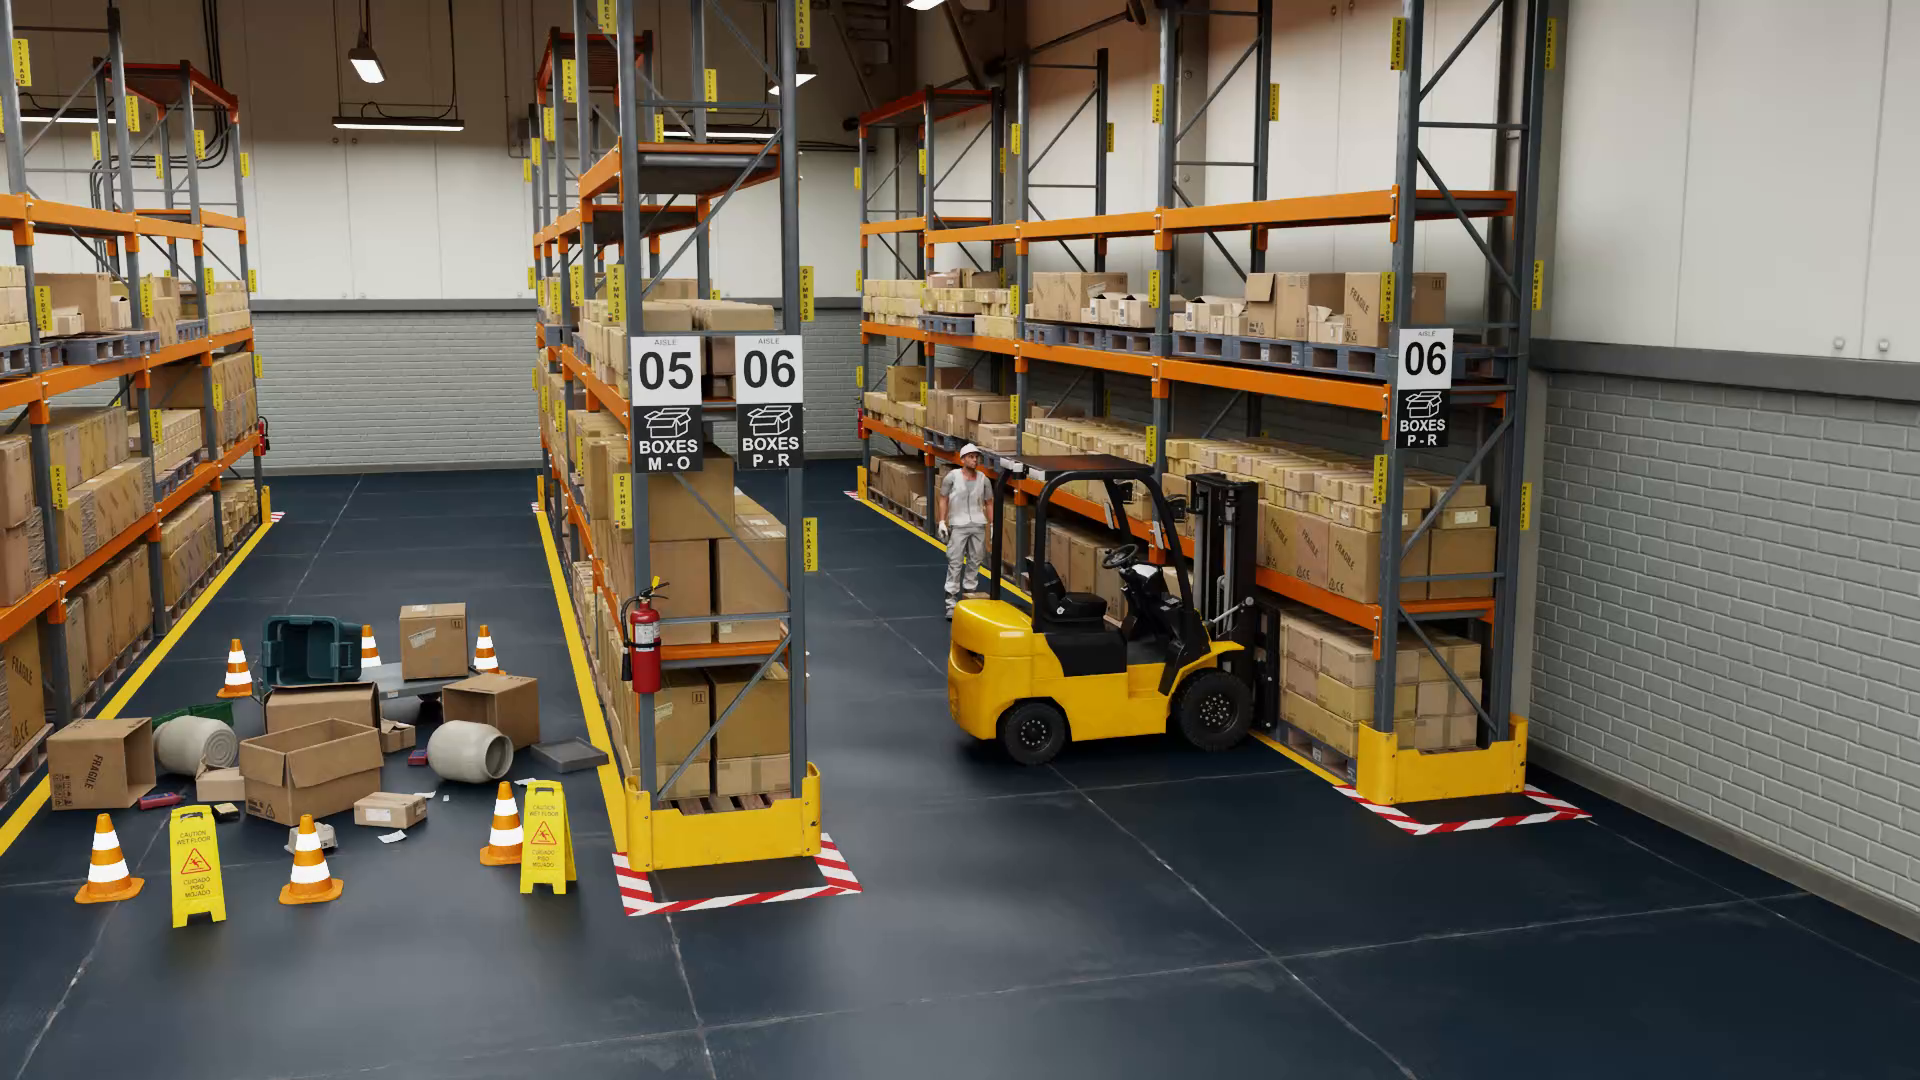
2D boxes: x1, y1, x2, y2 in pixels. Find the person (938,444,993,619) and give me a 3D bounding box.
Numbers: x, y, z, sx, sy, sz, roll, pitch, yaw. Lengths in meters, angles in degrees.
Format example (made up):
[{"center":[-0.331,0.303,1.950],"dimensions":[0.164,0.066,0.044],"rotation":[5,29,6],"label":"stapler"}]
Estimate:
[{"center":[0.095,-0.100,17.359],"dimensions":[0.638,1.787,0.562],"rotation":[-3,10,-16],"label":"person"}]
